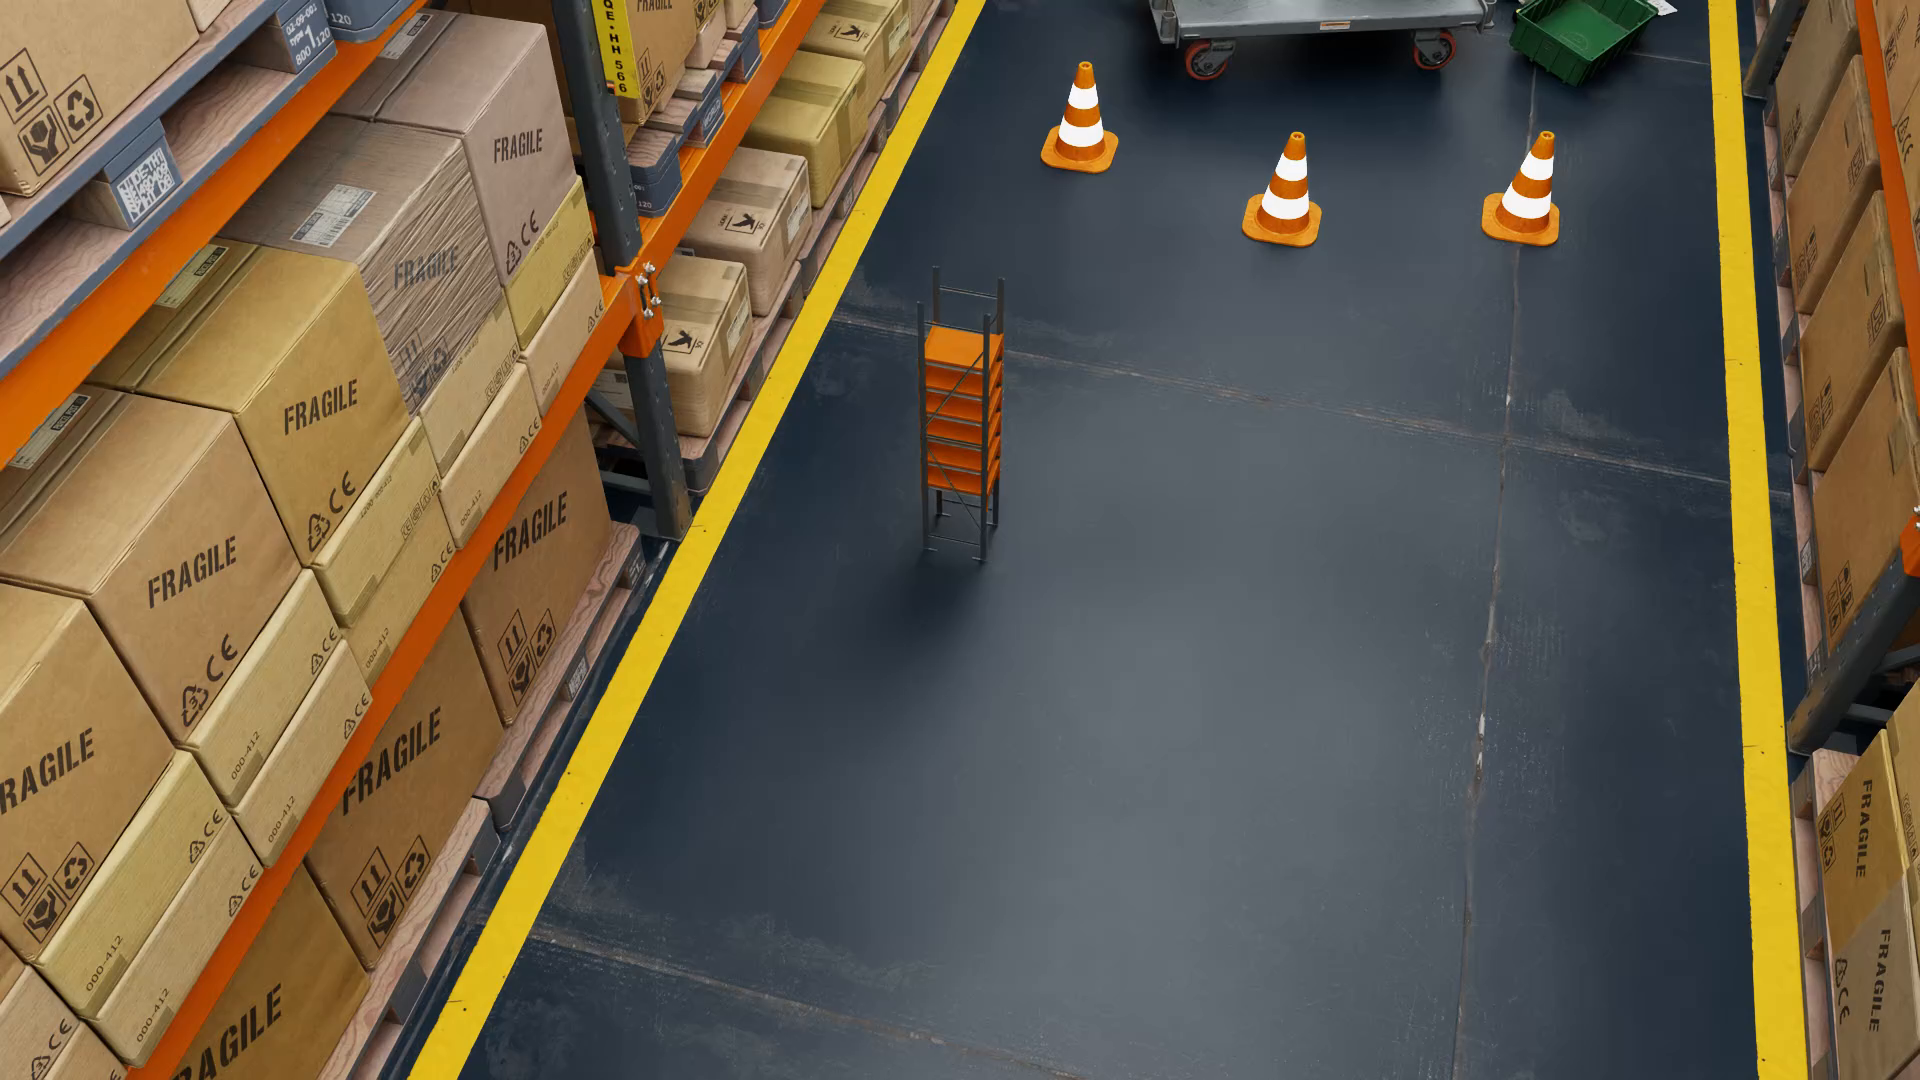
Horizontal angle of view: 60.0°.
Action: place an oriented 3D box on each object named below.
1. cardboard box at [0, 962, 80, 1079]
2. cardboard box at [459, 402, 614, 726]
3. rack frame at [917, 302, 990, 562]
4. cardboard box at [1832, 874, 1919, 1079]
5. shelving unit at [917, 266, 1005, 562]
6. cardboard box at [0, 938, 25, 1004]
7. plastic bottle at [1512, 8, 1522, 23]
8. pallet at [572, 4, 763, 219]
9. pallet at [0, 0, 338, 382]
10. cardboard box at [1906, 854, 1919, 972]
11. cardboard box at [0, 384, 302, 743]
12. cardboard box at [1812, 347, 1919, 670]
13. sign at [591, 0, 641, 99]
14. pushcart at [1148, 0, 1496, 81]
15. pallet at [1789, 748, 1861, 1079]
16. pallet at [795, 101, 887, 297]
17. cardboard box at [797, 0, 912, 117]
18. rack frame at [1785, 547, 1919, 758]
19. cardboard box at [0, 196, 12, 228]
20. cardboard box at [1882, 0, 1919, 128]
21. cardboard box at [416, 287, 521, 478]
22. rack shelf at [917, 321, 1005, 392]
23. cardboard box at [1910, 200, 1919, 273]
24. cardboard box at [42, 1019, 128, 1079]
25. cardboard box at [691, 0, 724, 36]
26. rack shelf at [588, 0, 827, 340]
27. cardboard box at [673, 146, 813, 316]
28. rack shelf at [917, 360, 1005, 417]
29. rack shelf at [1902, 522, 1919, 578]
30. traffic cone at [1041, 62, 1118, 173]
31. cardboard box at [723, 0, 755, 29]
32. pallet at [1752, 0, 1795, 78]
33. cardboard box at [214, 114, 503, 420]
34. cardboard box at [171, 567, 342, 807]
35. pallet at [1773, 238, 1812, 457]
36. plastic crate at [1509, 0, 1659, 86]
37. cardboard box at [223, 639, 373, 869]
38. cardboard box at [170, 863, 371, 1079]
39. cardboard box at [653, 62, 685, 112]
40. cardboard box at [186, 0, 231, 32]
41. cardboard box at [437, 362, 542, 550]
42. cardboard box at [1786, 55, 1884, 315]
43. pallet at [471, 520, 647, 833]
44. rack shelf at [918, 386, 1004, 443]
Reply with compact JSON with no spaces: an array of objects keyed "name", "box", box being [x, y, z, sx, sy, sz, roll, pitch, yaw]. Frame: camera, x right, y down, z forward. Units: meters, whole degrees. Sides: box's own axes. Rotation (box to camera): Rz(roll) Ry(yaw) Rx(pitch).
[{"name":"cardboard box","box":[-2.065,1.011,3.124,0.500,0.250,0.500,12,50,11]},{"name":"cardboard box","box":[-1.772,-0.074,5.452,0.875,0.875,0.875,11,50,10]},{"name":"rack frame","box":[-0.020,-0.341,5.751,0.240,1.200,0.006,12,50,10]},{"name":"cardboard box","box":[2.731,1.296,4.492,0.500,0.500,0.500,12,50,10]},{"name":"shelving unit","box":[0.004,-0.407,5.809,0.258,1.200,0.189,12,50,10]},{"name":"cardboard box","box":[-2.063,0.773,2.833,0.500,0.500,0.500,11,50,10]},{"name":"plastic bottle","box":[2.961,-2.636,8.536,0.133,0.061,0.283,-11,50,-10]},{"name":"pallet","box":[-1.425,-1.594,5.784,1.213,0.211,1.003,12,50,10]},{"name":"pallet","box":[-1.920,-0.766,3.050,1.003,0.211,1.213,14,50,12]},{"name":"cardboard box","box":[2.743,1.040,4.218,0.500,0.250,0.500,11,49,10]},{"name":"cardboard box","box":[-1.798,0.036,3.484,0.500,0.500,0.500,11,49,9]},{"name":"cardboard box","box":[3.539,-0.035,5.500,1.050,0.750,0.750,11,49,10]},{"name":"sign","box":[-0.974,-1.397,4.710,0.100,0.325,0.005,12,50,10]},{"name":"pushcart","box":[1.755,-2.733,8.410,1.648,0.377,0.936,-4,49,-3]},{"name":"pallet","box":[3.085,1.270,4.988,1.003,0.211,1.213,12,50,10]},{"name":"pallet","box":[-0.980,-1.643,7.559,1.003,0.211,1.213,12,50,10]},{"name":"cardboard box","box":[-0.779,-2.383,7.825,0.950,0.372,0.625,14,50,12]},{"name":"rack frame","box":[3.292,-0.217,4.441,1.000,3.000,0.127,12,50,10]},{"name":"cardboard box","box":[-1.744,-0.567,2.559,0.396,0.266,0.258,15,50,13]},{"name":"cardboard box","box":[3.546,-1.723,5.703,0.500,0.500,0.500,12,50,11]},{"name":"cardboard box","box":[-1.524,-0.465,4.426,0.500,0.250,0.500,10,49,9]},{"name":"rack shelf","box":[0.004,-0.616,5.573,0.258,0.103,0.180,12,50,10]},{"name":"cardboard box","box":[3.284,-0.990,5.056,0.500,0.500,0.500,12,50,10]},{"name":"cardboard box","box":[-2.058,1.181,3.307,0.500,0.250,0.500,10,49,9]},{"name":"cardboard box","box":[-1.038,-2.050,5.513,0.500,0.500,0.500,14,50,12]},{"name":"rack shelf","box":[-0.984,-2.330,6.785,1.077,0.370,4.000,12,50,10]},{"name":"cardboard box","box":[-1.165,-1.333,6.898,0.950,0.372,0.625,11,49,9]},{"name":"rack shelf","box":[0.004,-0.537,5.663,0.258,0.103,0.180,12,50,10]},{"name":"rack shelf","box":[2.765,1.467,3.434,1.077,0.370,4.000,12,50,10]},{"name":"traffic cone","box":[0.567,-2.002,7.708,0.336,0.463,0.334,12,50,10]},{"name":"cardboard box","box":[-0.930,-1.957,5.864,0.380,0.149,0.250,12,50,10]},{"name":"pallet","box":[4.620,-2.723,8.512,1.003,0.211,1.213,12,50,10]},{"name":"cardboard box","box":[-1.521,-0.687,4.122,0.500,0.500,0.500,12,50,11]},{"name":"cardboard box","box":[-1.775,0.285,3.764,0.500,0.250,0.500,10,49,9]},{"name":"pallet","box":[3.895,-0.730,6.753,1.003,0.211,1.213,12,50,10]},{"name":"plastic crate","box":[3.126,-2.583,8.367,0.662,0.188,0.450,-37,68,-28]},{"name":"cardboard box","box":[-1.767,0.454,3.949,0.500,0.250,0.500,11,49,9]},{"name":"cardboard box","box":[-2.247,1.217,4.312,0.875,0.875,0.875,13,50,11]},{"name":"cardboard box","box":[-1.139,-1.573,5.525,0.380,0.149,0.250,9,49,8]},{"name":"cardboard box","box":[-1.535,-1.143,3.067,0.396,0.266,0.258,10,49,9]},{"name":"cardboard box","box":[-1.512,-0.282,4.598,0.500,0.250,0.500,12,50,11]},{"name":"cardboard box","box":[4.010,-1.341,6.654,1.050,0.750,0.750,12,50,10]},{"name":"pallet","box":[-1.790,0.357,5.794,1.003,0.211,1.213,12,50,10]},{"name":"rack shelf","box":[0.004,-0.457,5.753,0.258,0.103,0.180,12,50,10]}]
